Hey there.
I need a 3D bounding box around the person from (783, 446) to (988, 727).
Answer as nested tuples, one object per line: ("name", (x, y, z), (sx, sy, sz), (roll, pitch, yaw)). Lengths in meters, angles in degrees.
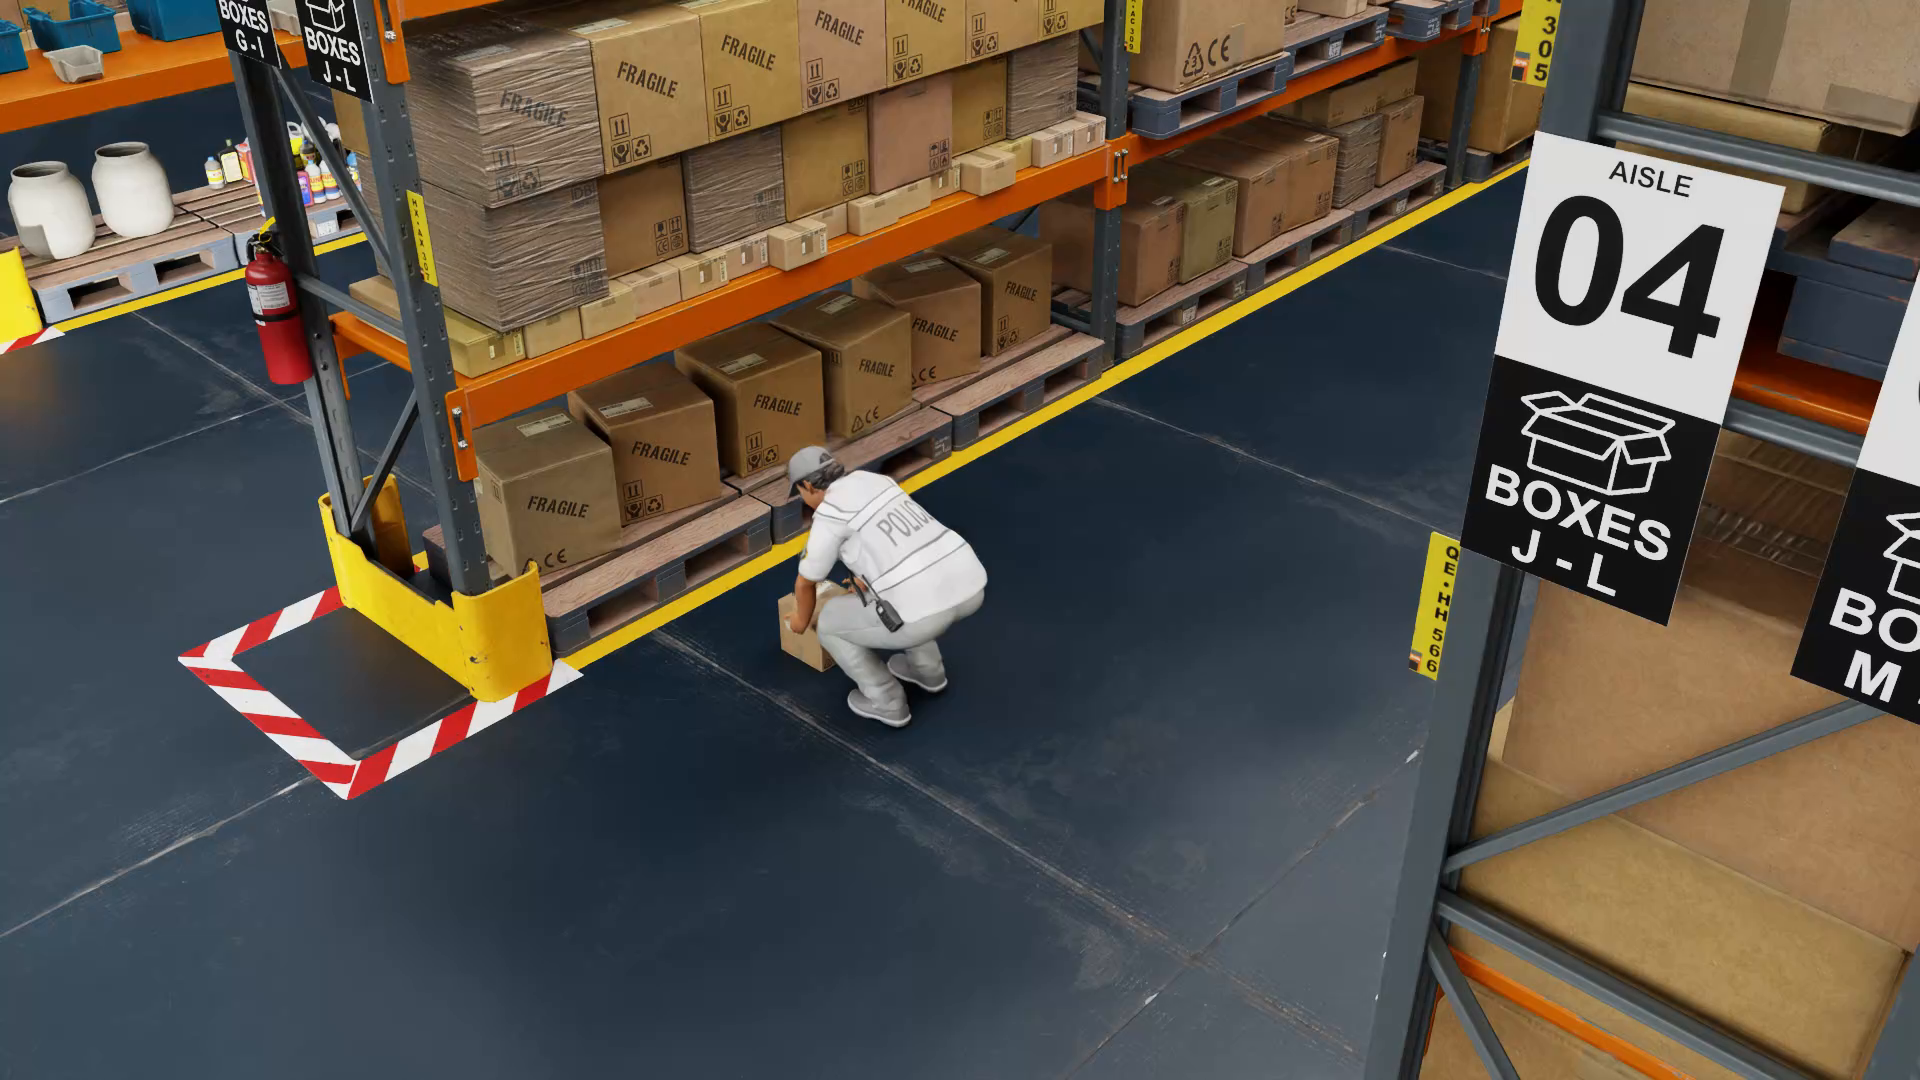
("person", (-0.319, 0.177, 6.472), (0.826, 1.016, 0.522), (25, 40, 35))
